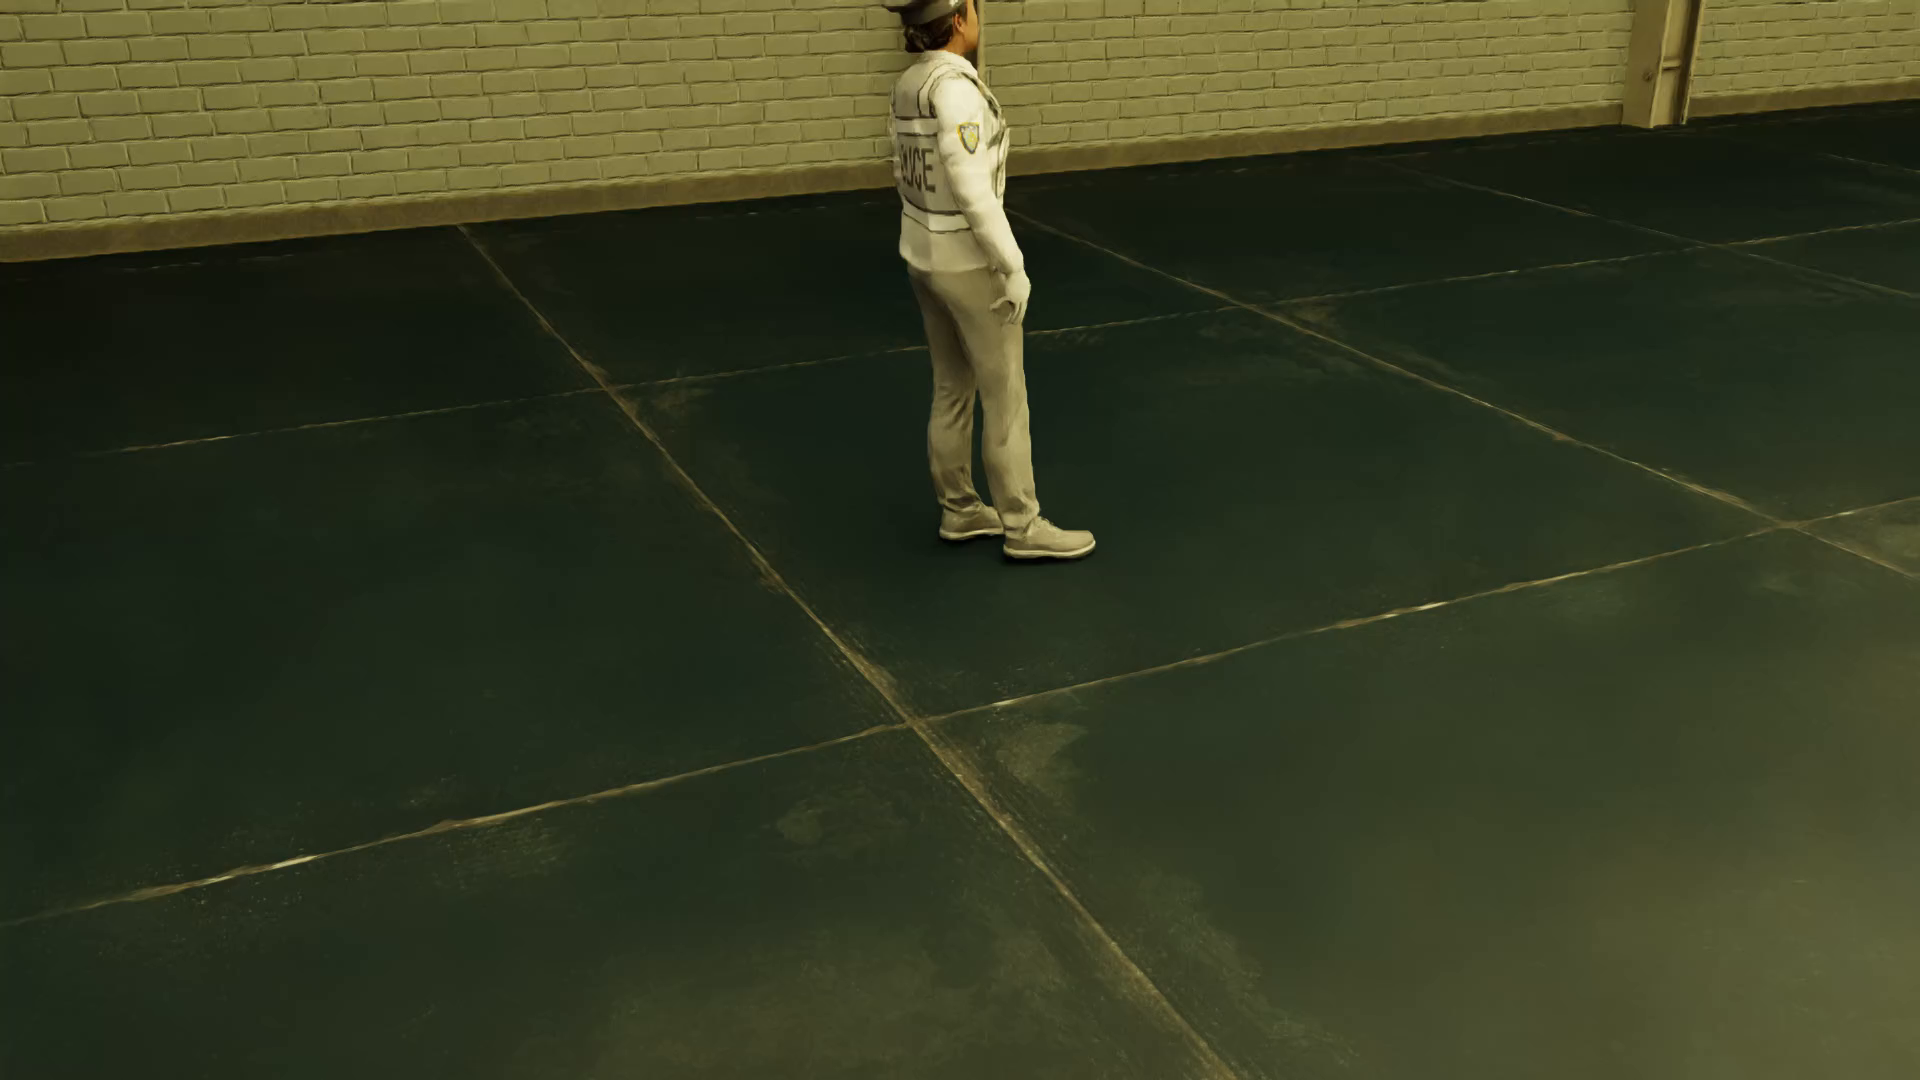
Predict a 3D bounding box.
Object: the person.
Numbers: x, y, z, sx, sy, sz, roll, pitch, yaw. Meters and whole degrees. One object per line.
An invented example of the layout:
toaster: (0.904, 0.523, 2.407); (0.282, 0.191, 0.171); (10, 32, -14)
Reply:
person: (0.064, -0.798, 4.799); (0.532, 1.695, 0.586); (-10, 25, -23)
